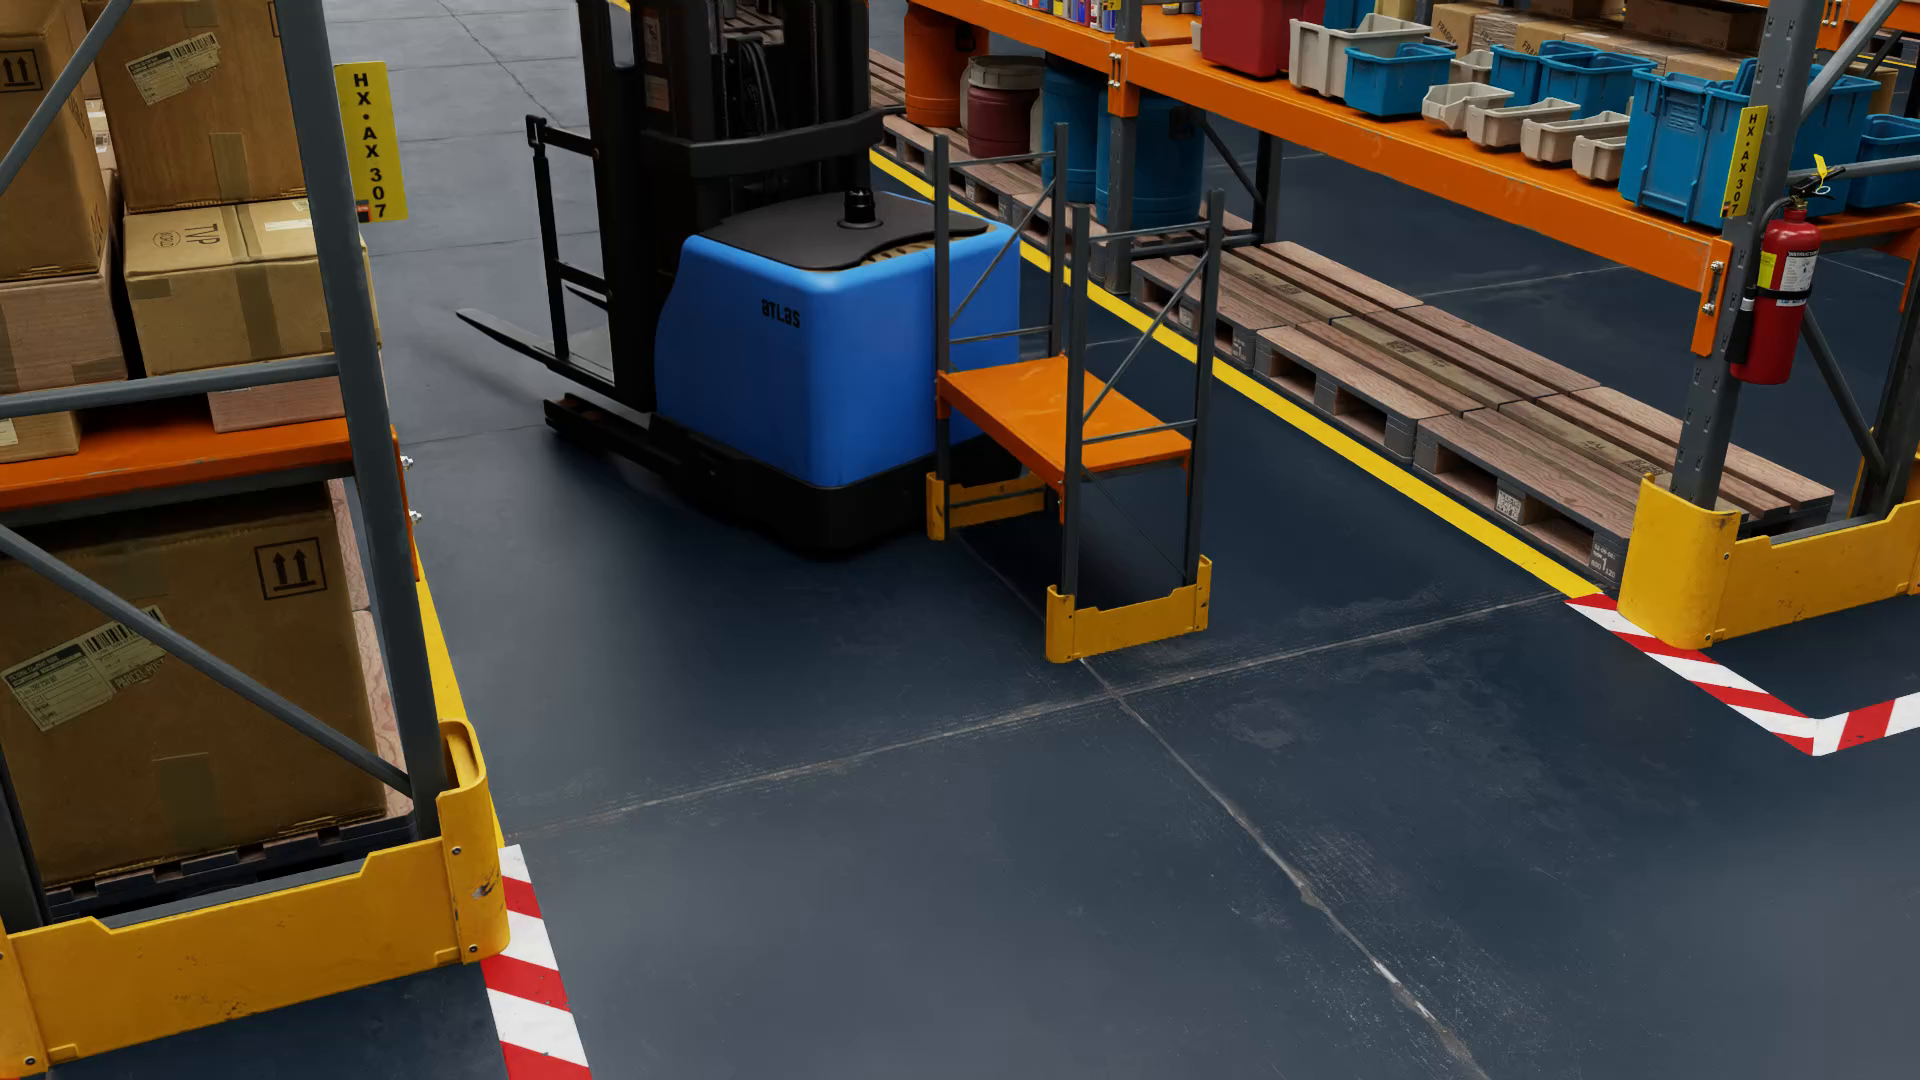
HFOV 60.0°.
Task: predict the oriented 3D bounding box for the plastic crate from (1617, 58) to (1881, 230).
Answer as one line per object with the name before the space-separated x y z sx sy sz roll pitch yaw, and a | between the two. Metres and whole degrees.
plastic crate | 2.529 -1.297 5.378 0.616 0.435 0.499 -11 28 -21

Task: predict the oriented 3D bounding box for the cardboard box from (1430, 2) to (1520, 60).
cardboard box | 4.173 -4.071 13.518 0.500 0.500 0.500 -9 28 -18

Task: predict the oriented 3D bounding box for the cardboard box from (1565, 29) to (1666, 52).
cardboard box | 4.784 -3.448 12.241 0.500 0.500 0.500 -12 28 -22

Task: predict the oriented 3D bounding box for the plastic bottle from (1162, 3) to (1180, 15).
plastic bottle | 1.184 -3.047 9.299 0.097 0.201 0.097 0 26 0

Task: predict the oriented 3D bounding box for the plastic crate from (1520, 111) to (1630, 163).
plastic crate | 2.246 -1.477 6.088 0.396 0.136 0.243 -11 28 -21

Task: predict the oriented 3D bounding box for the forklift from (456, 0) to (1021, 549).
forklift | -1.139 -1.839 6.676 1.130 2.935 3.031 -23 34 -38

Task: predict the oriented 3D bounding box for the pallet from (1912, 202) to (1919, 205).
pallet | 6.093 -2.085 10.279 1.003 0.211 1.213 -11 28 -21

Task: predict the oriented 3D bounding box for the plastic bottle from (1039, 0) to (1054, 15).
plastic bottle | 0.532 -3.133 9.304 0.144 0.351 0.185 -11 28 -21

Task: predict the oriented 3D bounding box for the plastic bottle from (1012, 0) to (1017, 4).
plastic bottle | 0.350 -3.227 9.668 0.097 0.201 0.097 0 26 0

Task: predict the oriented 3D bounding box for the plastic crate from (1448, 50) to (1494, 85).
plastic crate | 2.224 -2.023 7.206 0.293 0.136 0.466 -11 28 -21

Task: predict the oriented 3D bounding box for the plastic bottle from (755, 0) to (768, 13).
plastic bottle | -1.935 -5.375 16.357 0.144 0.351 0.185 -11 28 -21

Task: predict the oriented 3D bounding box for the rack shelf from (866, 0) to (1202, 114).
rack shelf | 0.482 -3.250 10.307 1.077 0.370 4.000 -11 28 -21

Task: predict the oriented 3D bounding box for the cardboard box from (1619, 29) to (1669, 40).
cardboard box | 5.254 -3.547 12.444 0.500 0.500 0.500 -12 28 -23

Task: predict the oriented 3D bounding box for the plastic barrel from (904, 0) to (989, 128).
plastic barrel | -0.094 -3.399 11.788 0.600 0.830 0.708 -11 28 -21

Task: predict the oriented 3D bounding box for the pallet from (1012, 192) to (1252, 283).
pallet | 1.001 -1.831 9.760 1.003 0.211 1.213 -11 28 -21

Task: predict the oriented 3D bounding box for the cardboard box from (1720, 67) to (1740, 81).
cardboard box | 5.368 -2.840 10.995 0.500 0.500 0.500 -11 28 -21

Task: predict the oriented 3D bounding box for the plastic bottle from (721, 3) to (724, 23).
plastic bottle | -2.296 -5.028 15.818 0.097 0.201 0.097 0 26 0

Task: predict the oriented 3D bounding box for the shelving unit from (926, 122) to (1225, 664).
shelving unit | 0.356 -0.535 5.636 0.587 1.500 1.083 -11 28 -22

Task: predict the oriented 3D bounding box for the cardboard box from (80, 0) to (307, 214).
cardboard box | -1.861 -1.145 4.153 0.500 0.500 0.500 -11 28 -22

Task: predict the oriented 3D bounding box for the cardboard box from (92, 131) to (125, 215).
cardboard box | -2.557 -0.926 4.560 0.500 0.250 0.500 -12 28 -22

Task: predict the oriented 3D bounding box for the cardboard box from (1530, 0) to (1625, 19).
cardboard box | 4.866 -4.282 13.094 0.500 0.250 0.500 -9 28 -19

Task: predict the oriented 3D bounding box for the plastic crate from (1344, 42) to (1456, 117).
plastic crate | 1.792 -1.887 6.819 0.416 0.233 0.300 -11 28 -21

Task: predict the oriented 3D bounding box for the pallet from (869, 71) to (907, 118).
pallet | -0.569 -3.447 13.069 1.003 0.211 1.213 -11 28 -21

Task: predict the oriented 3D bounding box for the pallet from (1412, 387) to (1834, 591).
pallet | 2.544 -0.237 6.495 1.003 0.211 1.213 -11 28 -21

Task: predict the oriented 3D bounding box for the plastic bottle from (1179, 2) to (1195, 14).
plastic bottle | 1.291 -3.110 9.342 0.152 0.276 0.135 -11 28 -21

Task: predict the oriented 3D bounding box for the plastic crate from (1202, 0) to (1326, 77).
plastic crate | 1.384 -2.418 7.642 0.402 0.464 0.583 -11 28 -21

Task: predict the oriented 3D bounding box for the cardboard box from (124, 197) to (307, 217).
cardboard box | -1.875 -0.815 4.332 0.500 0.250 0.500 -11 28 -21

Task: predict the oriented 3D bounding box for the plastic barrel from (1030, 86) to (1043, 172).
plastic barrel | 0.652 -2.588 10.489 0.421 0.512 0.421 0 26 0

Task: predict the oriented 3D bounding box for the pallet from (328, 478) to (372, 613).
pallet | -2.585 0.152 5.698 1.003 0.211 1.213 -11 28 -21

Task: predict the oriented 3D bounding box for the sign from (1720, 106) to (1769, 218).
sign | 2.332 -1.123 4.945 0.100 0.325 0.005 -11 28 -21

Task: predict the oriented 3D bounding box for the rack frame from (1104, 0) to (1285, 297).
rack frame | 1.265 -2.766 8.495 1.000 3.000 0.127 -11 28 -21

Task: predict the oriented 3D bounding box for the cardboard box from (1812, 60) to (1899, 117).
cardboard box | 5.859 -2.927 11.173 0.500 0.500 0.500 -12 28 -23

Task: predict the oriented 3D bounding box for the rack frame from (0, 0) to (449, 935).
rack frame | -1.726 -0.300 3.445 1.000 3.000 0.127 -11 28 -21

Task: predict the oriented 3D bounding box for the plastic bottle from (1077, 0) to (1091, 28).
plastic bottle | 0.681 -2.902 8.908 0.061 0.283 0.133 -11 28 -21

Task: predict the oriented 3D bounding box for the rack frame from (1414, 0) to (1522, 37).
rack frame | 4.258 -5.230 13.543 1.000 3.000 0.127 -11 28 -21

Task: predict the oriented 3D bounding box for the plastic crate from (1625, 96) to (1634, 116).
plastic crate | 2.723 -1.633 6.408 0.250 0.136 0.298 -11 28 -21

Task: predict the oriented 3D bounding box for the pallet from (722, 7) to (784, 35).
pallet | -2.092 -5.020 16.292 1.003 0.211 1.213 -11 28 -21

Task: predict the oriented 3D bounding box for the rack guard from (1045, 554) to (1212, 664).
rack guard | 0.560 0.226 5.502 0.587 0.250 0.087 -11 28 -22

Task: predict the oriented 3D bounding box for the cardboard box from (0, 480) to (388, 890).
cardboard box | -2.050 0.222 4.320 0.875 0.875 0.875 -11 28 -21

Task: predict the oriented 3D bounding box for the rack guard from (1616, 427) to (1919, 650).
rack guard | 2.853 -0.020 5.721 1.175 0.500 0.348 -11 28 -21

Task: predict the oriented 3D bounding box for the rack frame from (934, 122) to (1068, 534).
rack frame | 0.144 -0.742 6.060 0.500 1.500 0.032 -11 28 -22

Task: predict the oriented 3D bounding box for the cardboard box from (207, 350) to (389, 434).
cardboard box | -1.561 -0.387 3.910 0.380 0.149 0.250 -10 28 -20
